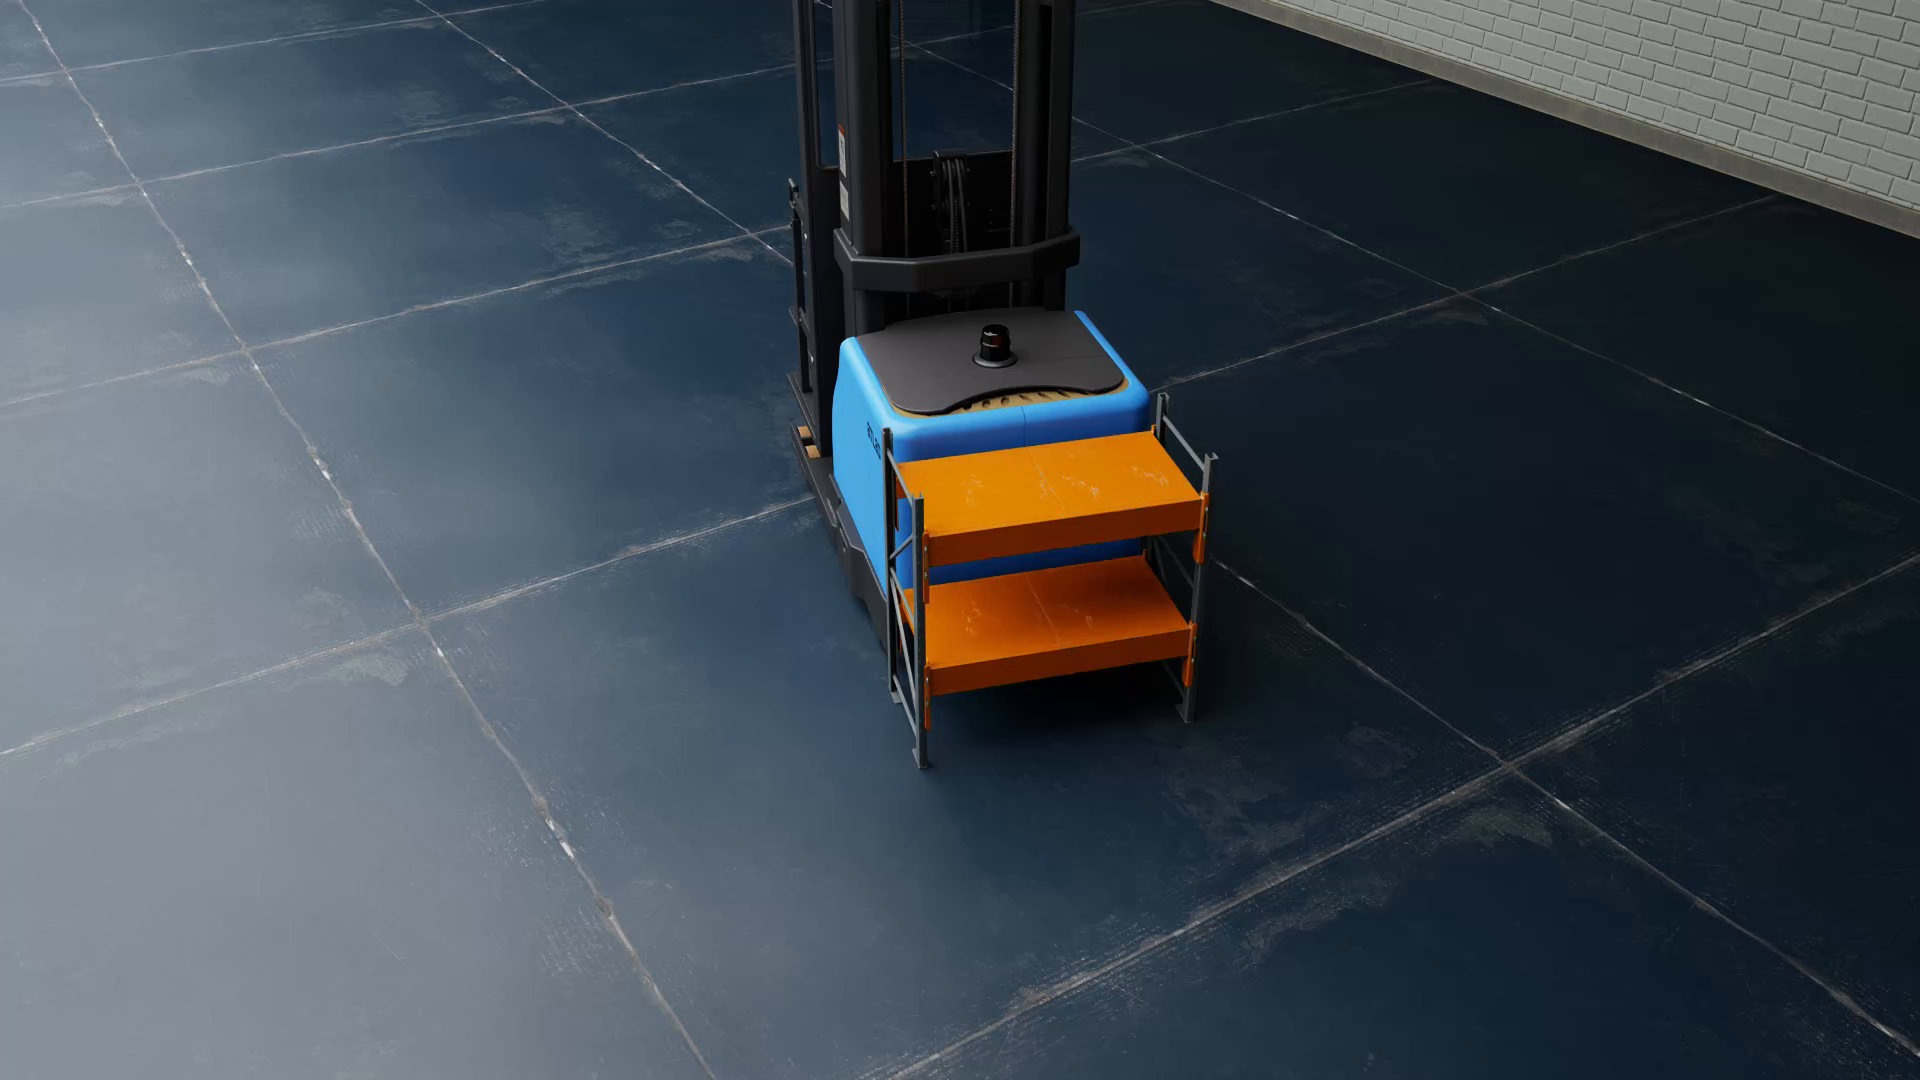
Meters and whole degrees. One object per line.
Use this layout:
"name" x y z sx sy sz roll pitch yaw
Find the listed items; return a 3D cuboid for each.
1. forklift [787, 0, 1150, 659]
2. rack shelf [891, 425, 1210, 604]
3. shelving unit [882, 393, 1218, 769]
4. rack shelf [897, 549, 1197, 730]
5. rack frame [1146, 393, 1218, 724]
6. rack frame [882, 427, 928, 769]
"forklift" -0.167 -1.560 6.975 1.130 2.935 3.031 -8 33 -13
"rack shelf" 0.297 -0.103 5.810 1.000 0.278 0.538 -8 33 -12
"shelving unit" 0.297 0.145 5.966 1.048 1.125 0.538 -8 33 -12
"rack shelf" 0.297 0.352 6.096 1.000 0.278 0.538 -8 33 -12
"rack frame" 0.789 0.076 6.075 0.032 1.125 0.500 -8 33 -12
"rack frame" -0.194 0.214 5.856 0.032 1.125 0.500 -8 33 -12
